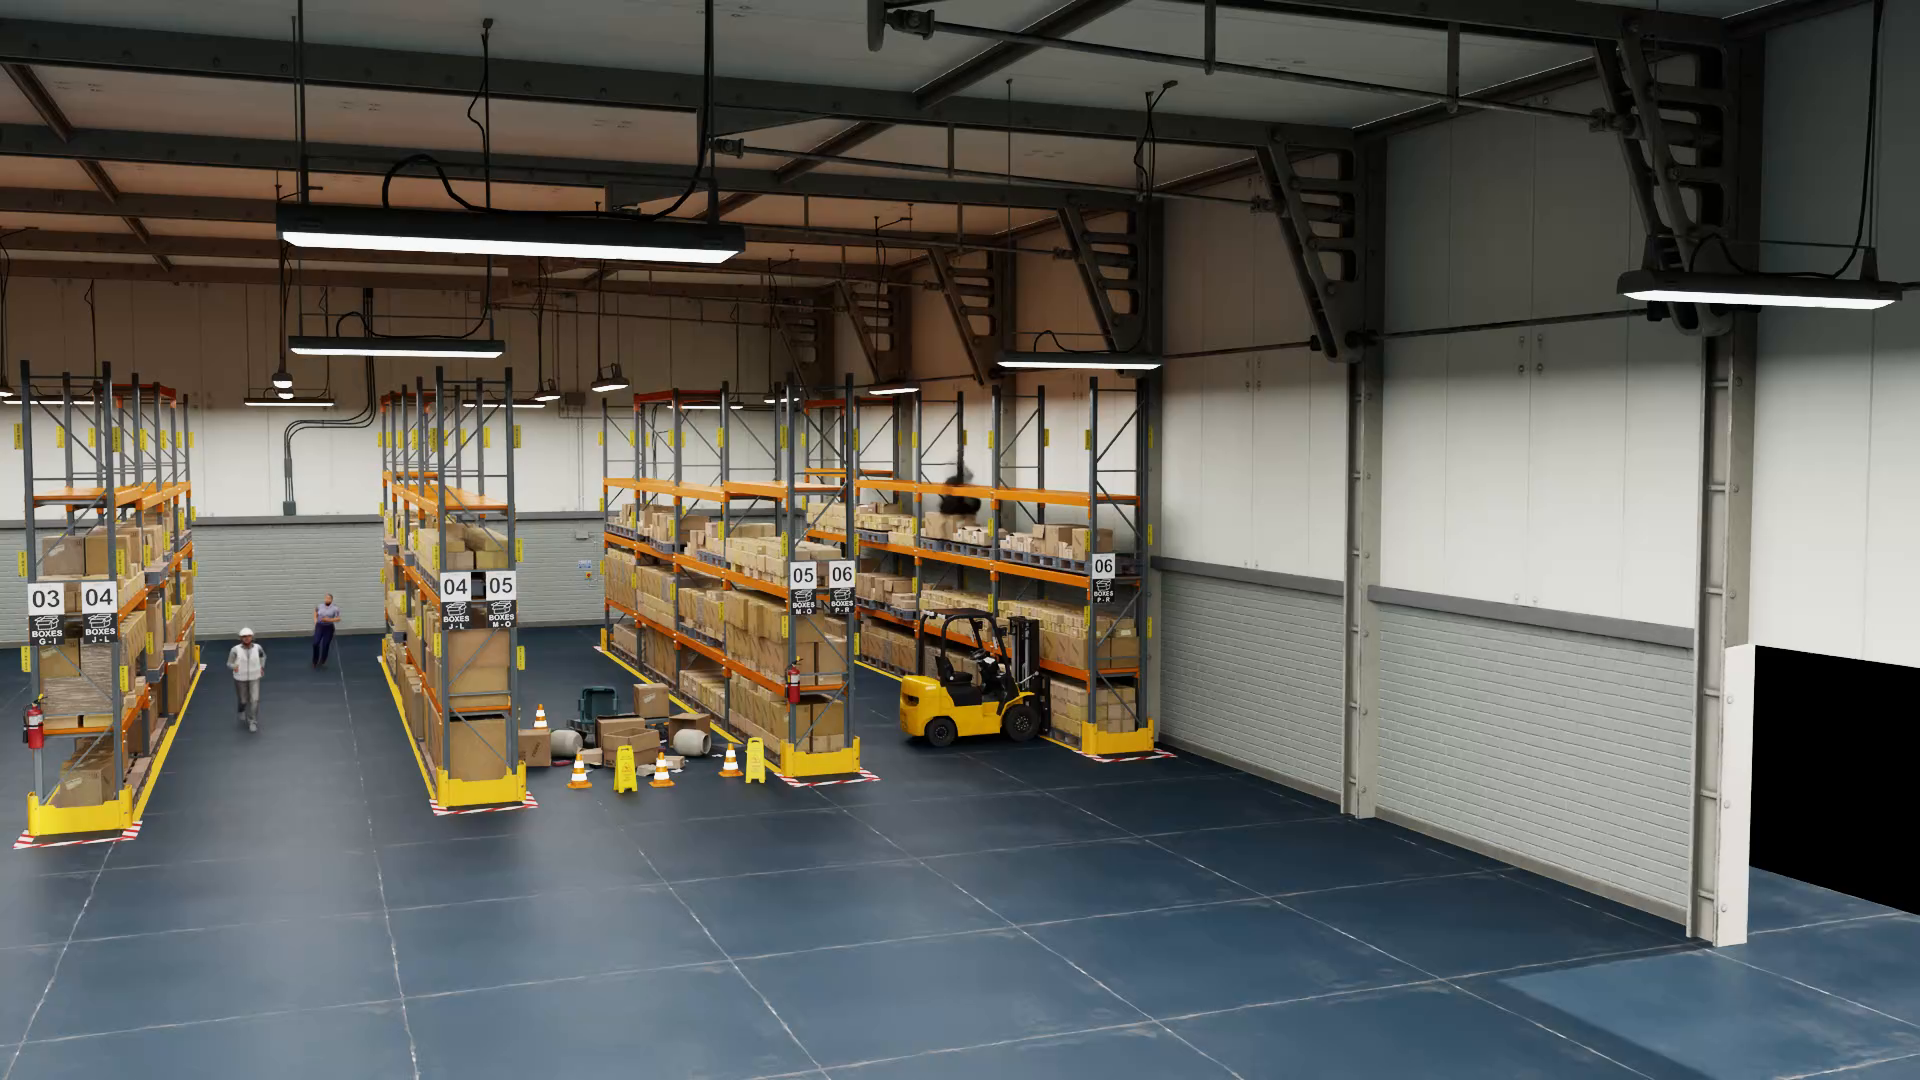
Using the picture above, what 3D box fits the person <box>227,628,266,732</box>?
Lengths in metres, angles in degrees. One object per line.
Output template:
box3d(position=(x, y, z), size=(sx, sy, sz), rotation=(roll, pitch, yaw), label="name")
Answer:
box3d(position=(-12.335, 2.388, 28.779), size=(0.646, 1.764, 0.927), rotation=(-2, 4, -29), label="person")

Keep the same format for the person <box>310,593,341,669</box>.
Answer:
box3d(position=(-13.966, 2.013, 36.634), size=(0.656, 1.692, 0.645), rotation=(-1, 4, -13), label="person")
